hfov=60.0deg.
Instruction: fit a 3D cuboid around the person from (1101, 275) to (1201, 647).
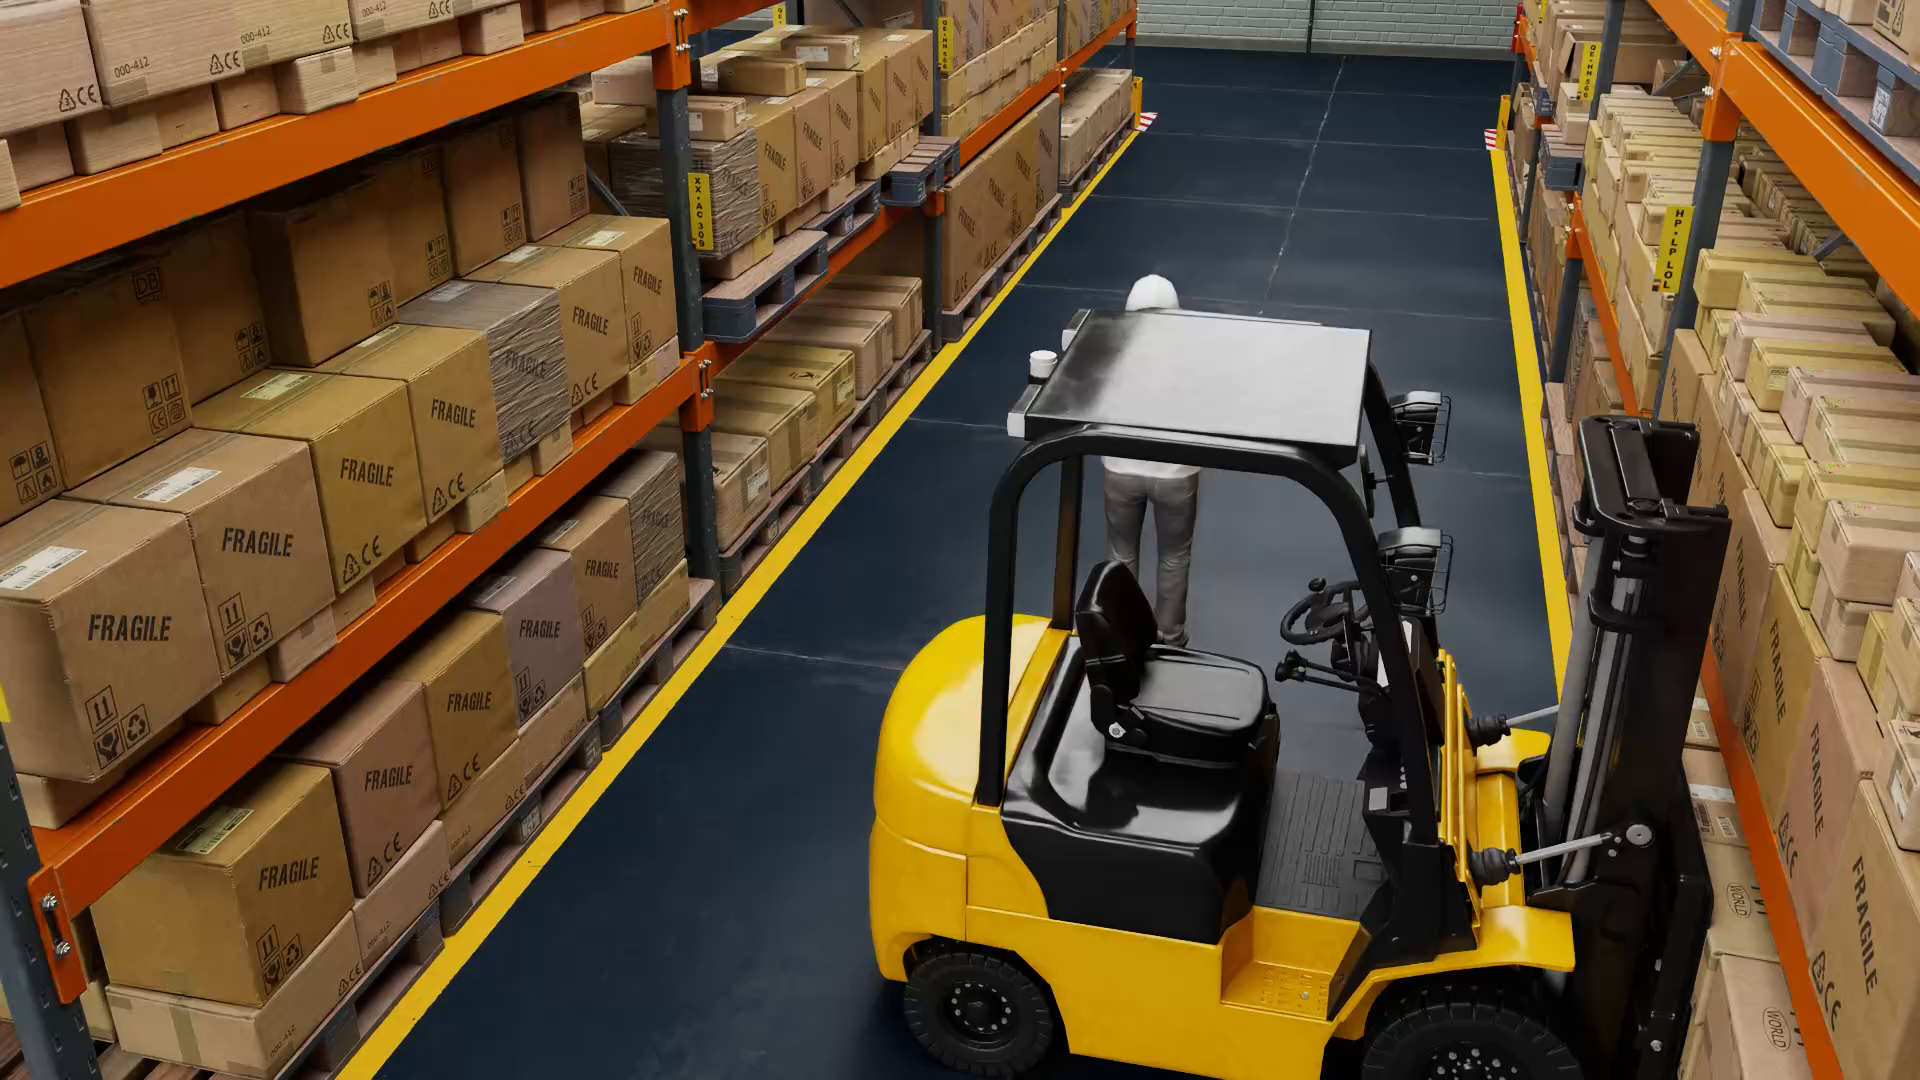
[{"bbox_3d":[0.841,-0.350,7.333,0.494,1.763,0.556,6,26,13],"label":"person"}]
